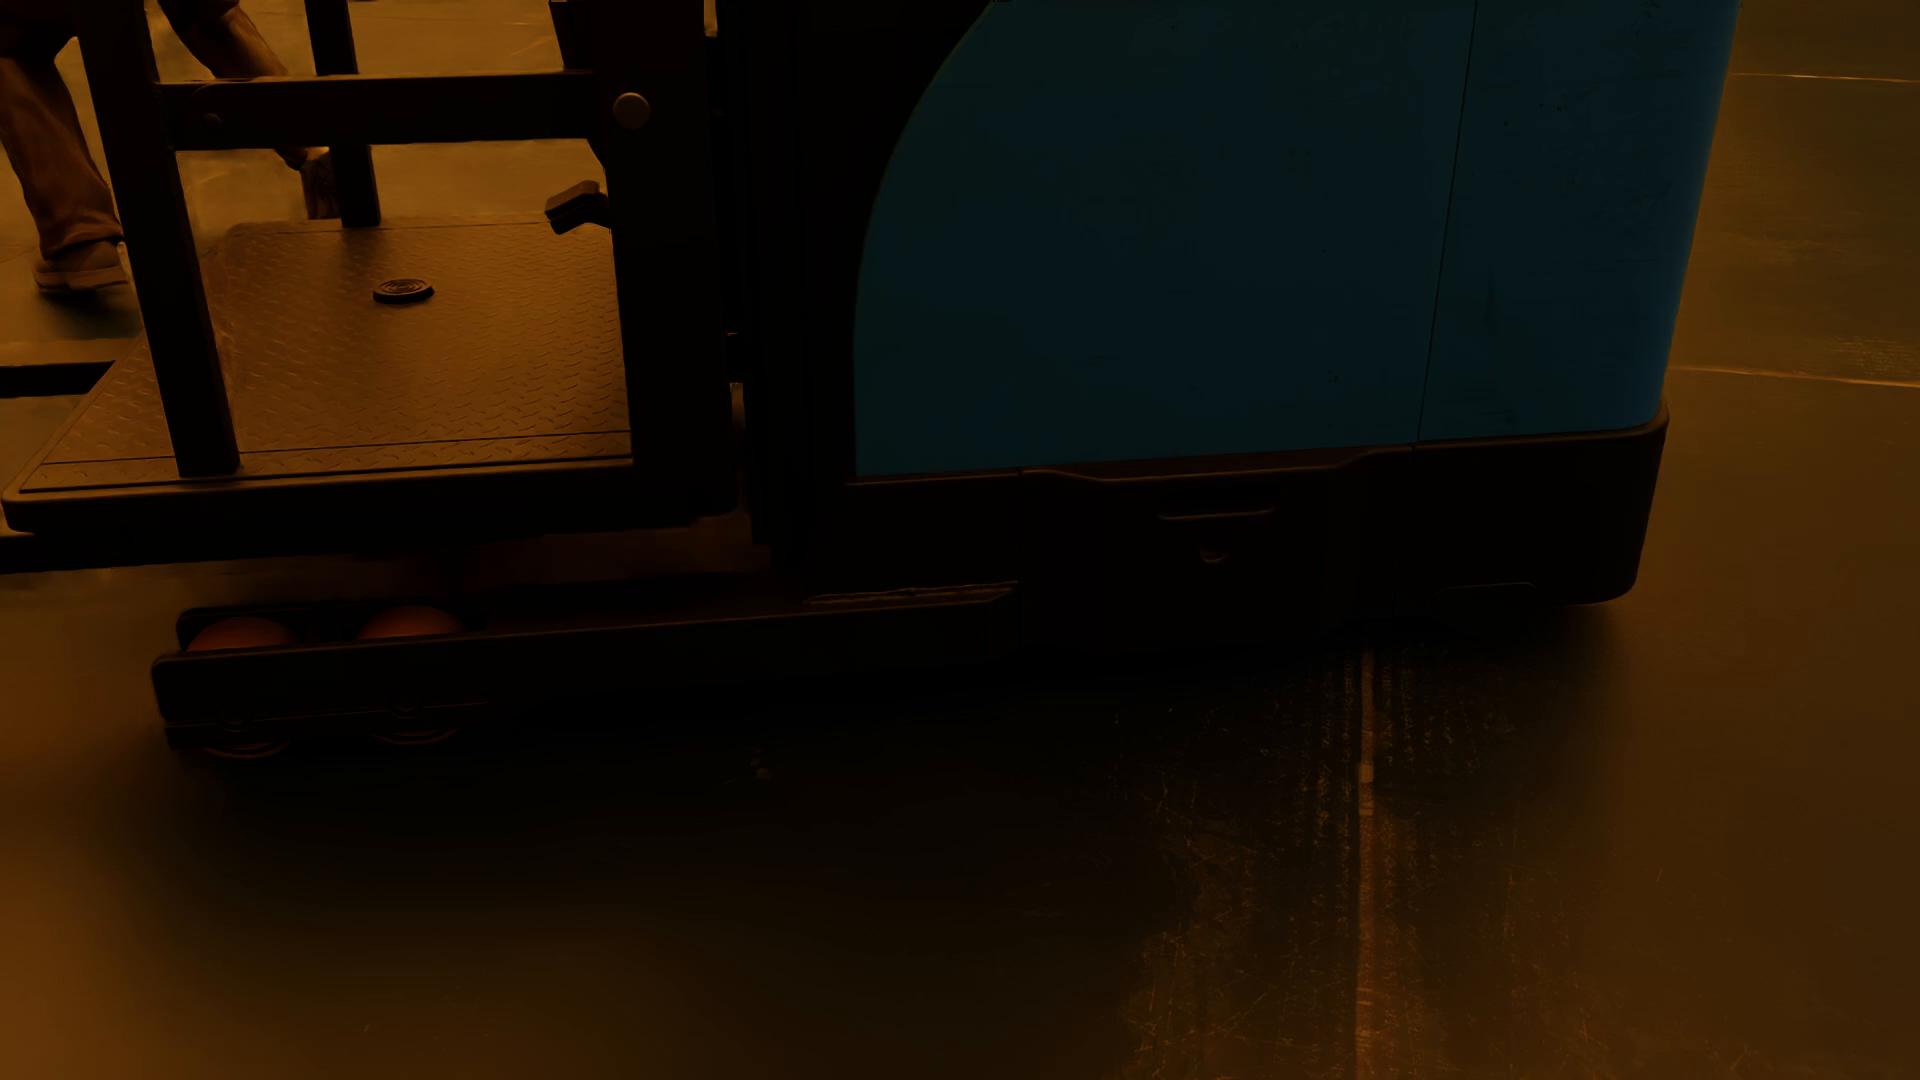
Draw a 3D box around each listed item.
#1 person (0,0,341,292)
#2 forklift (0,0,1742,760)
[{"bbox_3d":[-1.721,-1.335,3.475,0.571,1.701,1.078,16,31,29],"label":"person"},{"bbox_3d":[-0.645,-1.302,1.827,3.031,2.935,1.130,-4,27,-8],"label":"forklift"}]
